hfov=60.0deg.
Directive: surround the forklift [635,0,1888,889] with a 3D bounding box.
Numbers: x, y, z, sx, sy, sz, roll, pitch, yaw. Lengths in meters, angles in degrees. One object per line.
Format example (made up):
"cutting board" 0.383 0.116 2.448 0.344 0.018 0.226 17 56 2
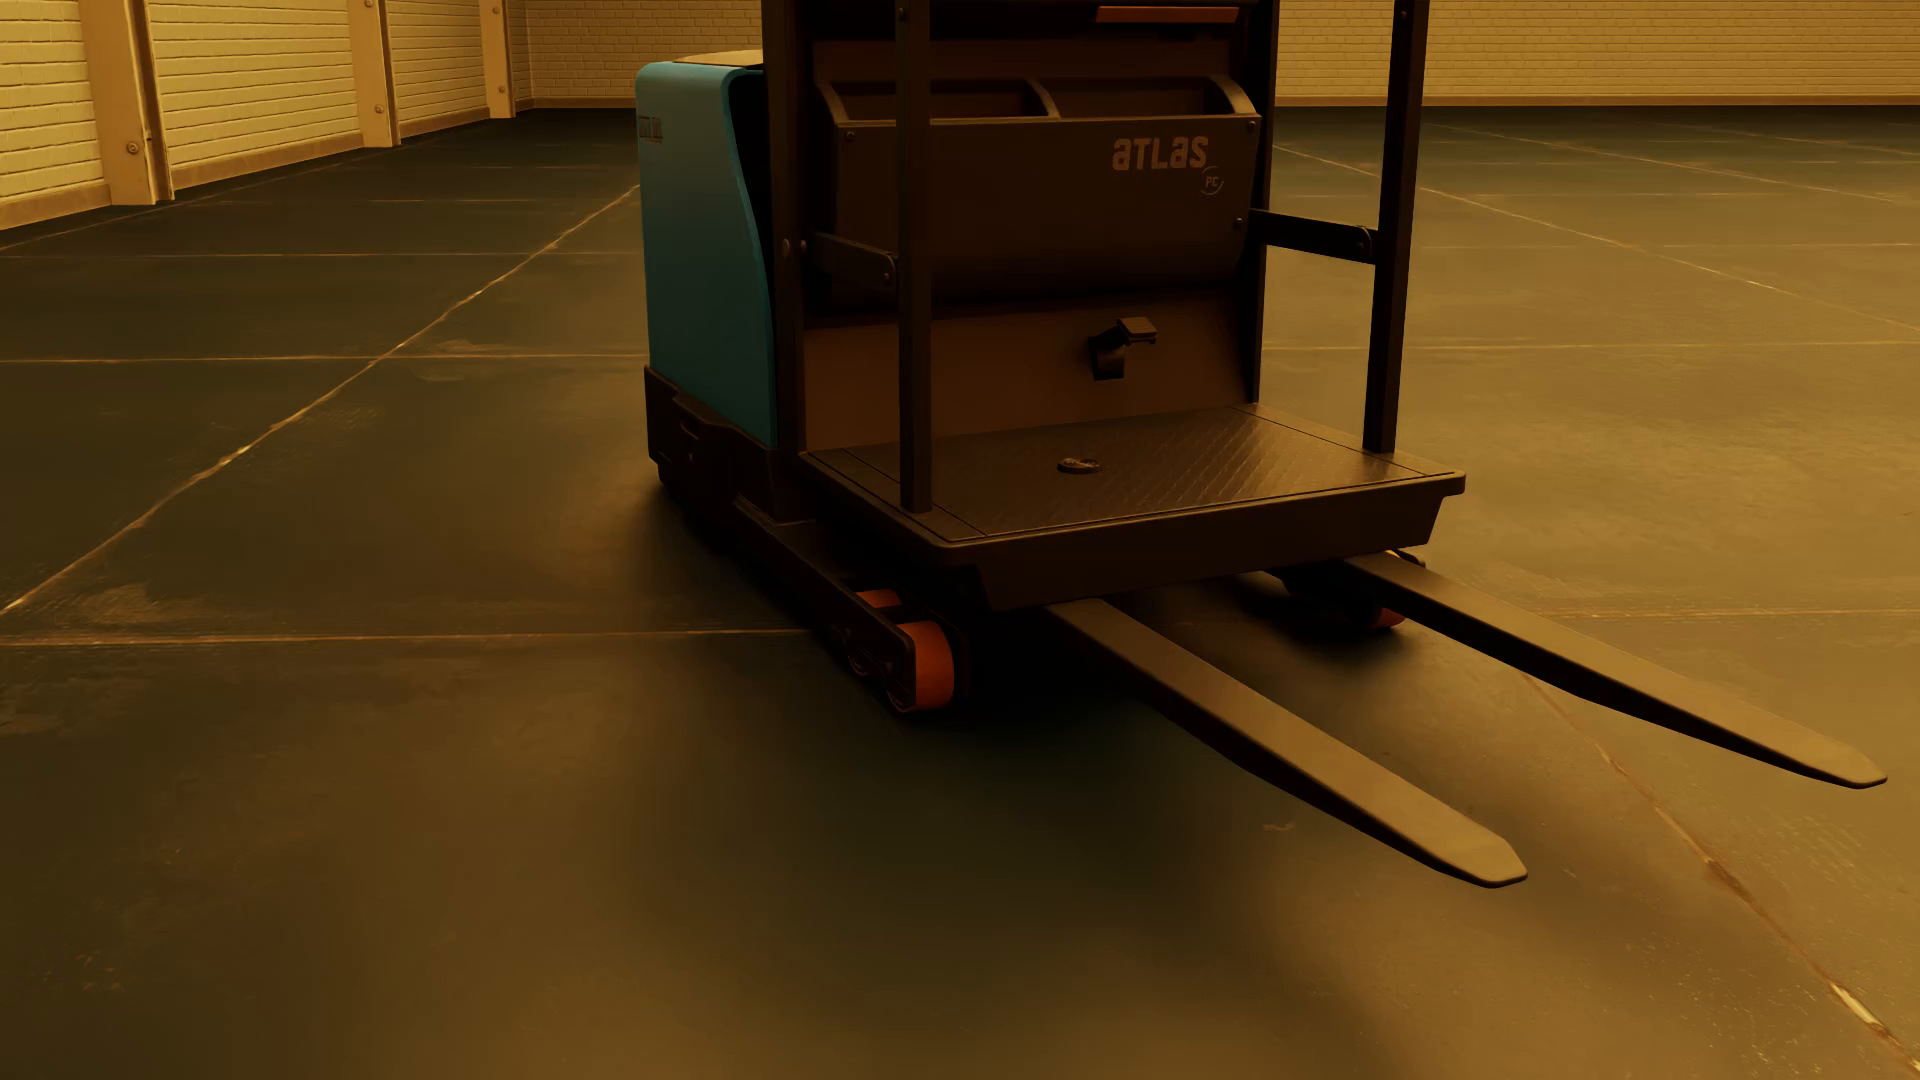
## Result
"forklift" 0.258 -1.240 2.962 1.130 2.935 3.031 -8 19 -24
